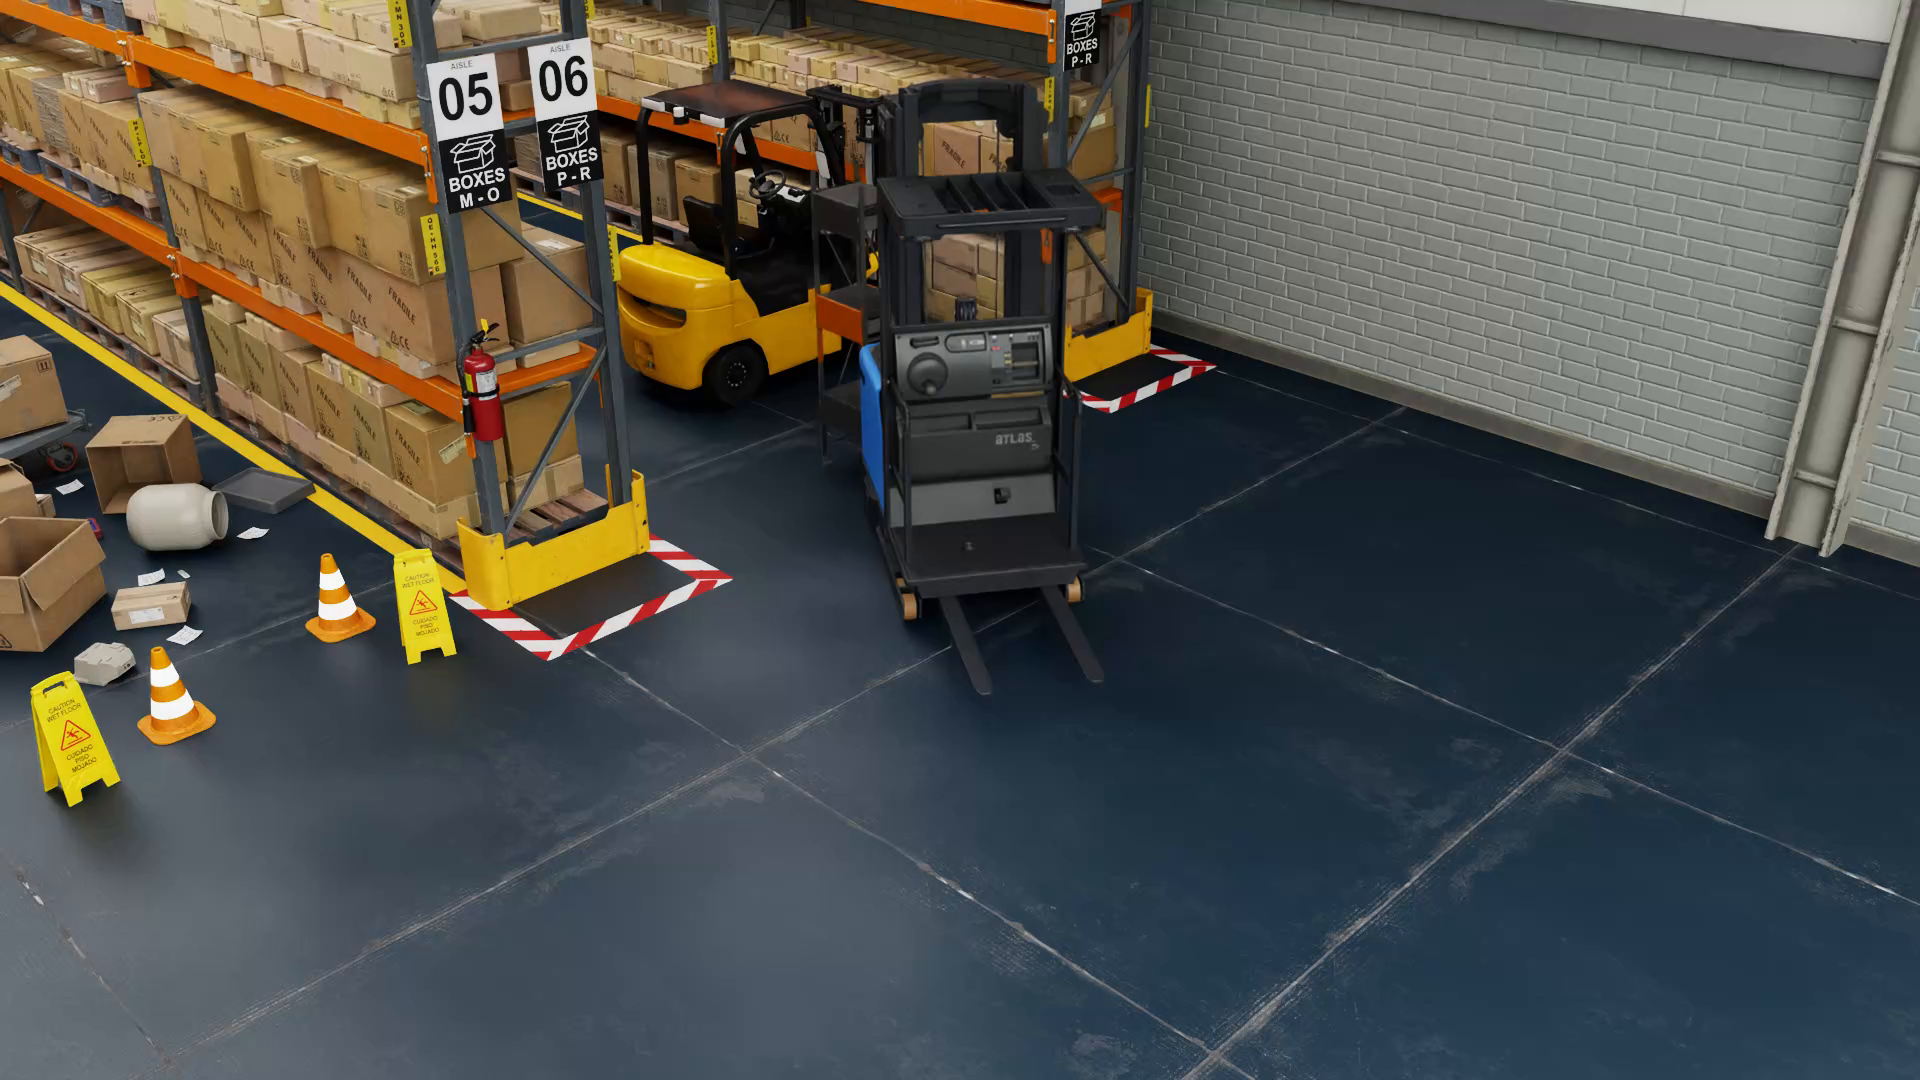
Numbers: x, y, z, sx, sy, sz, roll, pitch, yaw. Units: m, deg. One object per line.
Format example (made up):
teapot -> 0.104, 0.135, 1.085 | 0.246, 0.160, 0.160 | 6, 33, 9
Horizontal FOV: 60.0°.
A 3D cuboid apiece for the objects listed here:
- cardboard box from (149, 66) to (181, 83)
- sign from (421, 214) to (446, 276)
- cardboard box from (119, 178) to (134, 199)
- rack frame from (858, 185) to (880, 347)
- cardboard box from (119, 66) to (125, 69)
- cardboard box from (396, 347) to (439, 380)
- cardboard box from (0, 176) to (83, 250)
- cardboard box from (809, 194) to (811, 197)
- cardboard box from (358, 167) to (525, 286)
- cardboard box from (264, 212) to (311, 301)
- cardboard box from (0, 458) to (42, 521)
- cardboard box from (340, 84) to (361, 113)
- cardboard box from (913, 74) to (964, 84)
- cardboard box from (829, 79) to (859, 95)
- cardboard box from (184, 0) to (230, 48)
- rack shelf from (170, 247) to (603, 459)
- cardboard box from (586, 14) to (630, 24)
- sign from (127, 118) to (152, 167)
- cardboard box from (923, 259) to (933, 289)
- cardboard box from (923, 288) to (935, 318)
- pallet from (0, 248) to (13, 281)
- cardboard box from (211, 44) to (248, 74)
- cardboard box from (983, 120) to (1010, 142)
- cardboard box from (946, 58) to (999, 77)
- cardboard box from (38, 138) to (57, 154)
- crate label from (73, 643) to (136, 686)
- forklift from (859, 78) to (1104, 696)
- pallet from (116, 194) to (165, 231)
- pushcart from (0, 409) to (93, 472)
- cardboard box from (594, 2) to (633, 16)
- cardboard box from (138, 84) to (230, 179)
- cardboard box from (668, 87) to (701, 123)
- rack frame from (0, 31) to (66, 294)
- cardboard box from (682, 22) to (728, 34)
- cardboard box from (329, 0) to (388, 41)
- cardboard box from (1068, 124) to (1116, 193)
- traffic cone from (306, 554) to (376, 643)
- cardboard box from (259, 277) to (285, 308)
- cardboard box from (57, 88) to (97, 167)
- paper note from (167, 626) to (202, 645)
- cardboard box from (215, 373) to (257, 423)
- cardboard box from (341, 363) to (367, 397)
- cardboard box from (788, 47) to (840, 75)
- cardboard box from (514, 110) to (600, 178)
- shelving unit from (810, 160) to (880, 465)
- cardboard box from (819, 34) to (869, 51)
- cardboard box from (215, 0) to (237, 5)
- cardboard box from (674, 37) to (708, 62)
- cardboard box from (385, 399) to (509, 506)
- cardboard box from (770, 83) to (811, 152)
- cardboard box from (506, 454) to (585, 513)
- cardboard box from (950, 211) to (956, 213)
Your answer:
cardboard box -> -6.220, -3.660, 12.906 | 0.380, 0.149, 0.250 | -23, 35, -37
sign -> -2.837, -1.590, 8.960 | 0.005, 0.325, 0.100 | 25, 36, 38
cardboard box -> -6.022, -2.663, 12.403 | 0.250, 0.149, 0.380 | 23, 36, 37
rack frame -> -0.489, -1.358, 11.070 | 0.400, 2.100, 0.015 | -23, 36, -37
cardboard box -> -6.493, -3.523, 13.342 | 0.500, 0.500, 0.500 | 23, 35, 36
cardboard box -> -3.108, -1.101, 9.883 | 0.250, 0.149, 0.380 | 24, 36, 38
cardboard box -> -8.572, -3.224, 15.483 | 0.875, 0.875, 0.875 | 24, 36, 38
cardboard box -> -0.963, -2.889, 14.444 | 0.500, 0.250, 0.500 | -24, 36, -38
cardboard box -> -2.951, -1.828, 9.495 | 0.500, 0.500, 0.700 | 24, 36, 37
cardboard box -> -4.070, -1.877, 10.664 | 0.500, 0.500, 0.500 | -25, 37, -39
cardboard box -> -6.133, -0.105, 10.257 | 0.503, 0.637, 0.797 | 25, 36, 38
cardboard box -> -3.250, -2.523, 9.366 | 0.380, 0.149, 0.250 | -24, 36, -38
cardboard box -> -0.151, -3.574, 13.193 | 0.380, 0.149, 0.250 | -24, 36, -38
cardboard box -> -0.873, -3.781, 13.907 | 0.250, 0.149, 0.380 | 23, 36, 37
cardboard box -> -4.441, -3.246, 10.311 | 0.500, 0.250, 0.500 | -25, 37, -39
rack shelf -> -3.859, -1.449, 11.049 | 4.000, 0.370, 1.077 | 25, 36, 38
cardboard box -> -3.459, -5.033, 16.287 | 0.250, 0.149, 0.380 | 25, 36, 38
sign -> -5.672, -2.747, 11.501 | 0.005, 0.325, 0.100 | 25, 36, 38
cardboard box -> -0.255, -2.337, 13.931 | 0.500, 0.250, 0.500 | 24, 36, 37
cardboard box -> -0.211, -2.112, 14.041 | 0.500, 0.250, 0.500 | -25, 37, -39
pallet -> -8.647, -2.773, 15.791 | 1.213, 0.211, 1.003 | 25, 36, 38
cardboard box -> -4.377, -3.004, 10.280 | 0.250, 0.149, 0.380 | 24, 36, 37
cardboard box -> 0.397, -3.188, 12.780 | 0.380, 0.149, 0.250 | -25, 36, -38
cardboard box -> 0.104, -3.867, 13.750 | 0.250, 0.149, 0.380 | 24, 36, 37
cardboard box -> -7.287, -3.275, 13.567 | 0.380, 0.149, 0.250 | -23, 35, -36
crate label -> -4.784, 0.683, 9.297 | 0.298, 0.136, 0.250 | 7, 29, 13
forklift -> 0.127, -1.010, 9.514 | 1.130, 2.935, 3.031 | -5, 28, -10
pallet -> -5.729, -2.633, 12.734 | 1.213, 0.211, 1.003 | 25, 36, 38
pushcart -> -6.848, -0.486, 11.263 | 0.936, 0.377, 1.648 | 12, 30, 22
cardboard box -> -3.524, -5.345, 16.881 | 0.250, 0.149, 0.380 | 24, 36, 38
cardboard box -> -5.124, -2.823, 11.388 | 0.500, 0.500, 0.700 | 24, 36, 38
cardboard box -> -2.351, -4.080, 15.440 | 0.500, 0.250, 0.500 | -24, 36, -38
rack frame -> -8.138, -3.725, 14.605 | 0.127, 3.000, 1.000 | 25, 36, 38
cardboard box -> -2.437, -4.849, 15.938 | 0.250, 0.149, 0.380 | 24, 36, 38
cardboard box -> -3.233, -2.871, 9.170 | 0.250, 0.149, 0.380 | 24, 36, 38
cardboard box -> 0.886, -3.061, 13.235 | 0.500, 0.500, 0.500 | -24, 36, -38
traffic cone -> -3.644, 0.296, 9.684 | 0.334, 0.463, 0.336 | 25, 36, 38
cardboard box -> -4.380, -1.679, 10.984 | 0.250, 0.149, 0.380 | 25, 37, 39
cardboard box -> -6.494, -3.188, 12.705 | 0.500, 0.500, 0.500 | -24, 36, -38
paper note -> -4.503, 0.551, 9.662 | 0.142, 0.019, 0.148 | 12, 30, 22
cardboard box -> -5.054, -1.107, 12.128 | 0.500, 0.250, 0.500 | 23, 35, 36
cardboard box -> -3.673, -1.058, 10.533 | 0.380, 0.149, 0.250 | -25, 36, -38
cardboard box -> -1.239, -4.075, 14.147 | 0.380, 0.149, 0.250 | -24, 36, -38
cardboard box -> -4.225, -4.300, 17.799 | 0.875, 0.625, 0.625 | -24, 36, -38
shelving unit -> -0.656, -1.441, 11.228 | 0.431, 2.100, 0.503 | -23, 36, -37
cardboard box -> -1.021, -4.350, 14.669 | 0.250, 0.149, 0.380 | 24, 36, 38
cardboard box -> -4.323, -3.372, 10.123 | 0.250, 0.149, 0.380 | 24, 36, 38
cardboard box -> -2.404, -4.516, 15.304 | 0.250, 0.149, 0.380 | 24, 36, 38
cardboard box -> -3.187, -0.591, 10.341 | 0.500, 0.500, 0.500 | 25, 37, 39
cardboard box -> -1.292, -3.717, 14.482 | 0.500, 0.500, 0.500 | -25, 36, -38
cardboard box -> -2.815, -0.439, 10.858 | 0.500, 0.250, 0.500 | 24, 36, 38
cardboard box -> 0.126, -2.723, 14.128 | 0.500, 0.250, 0.500 | 24, 36, 38
